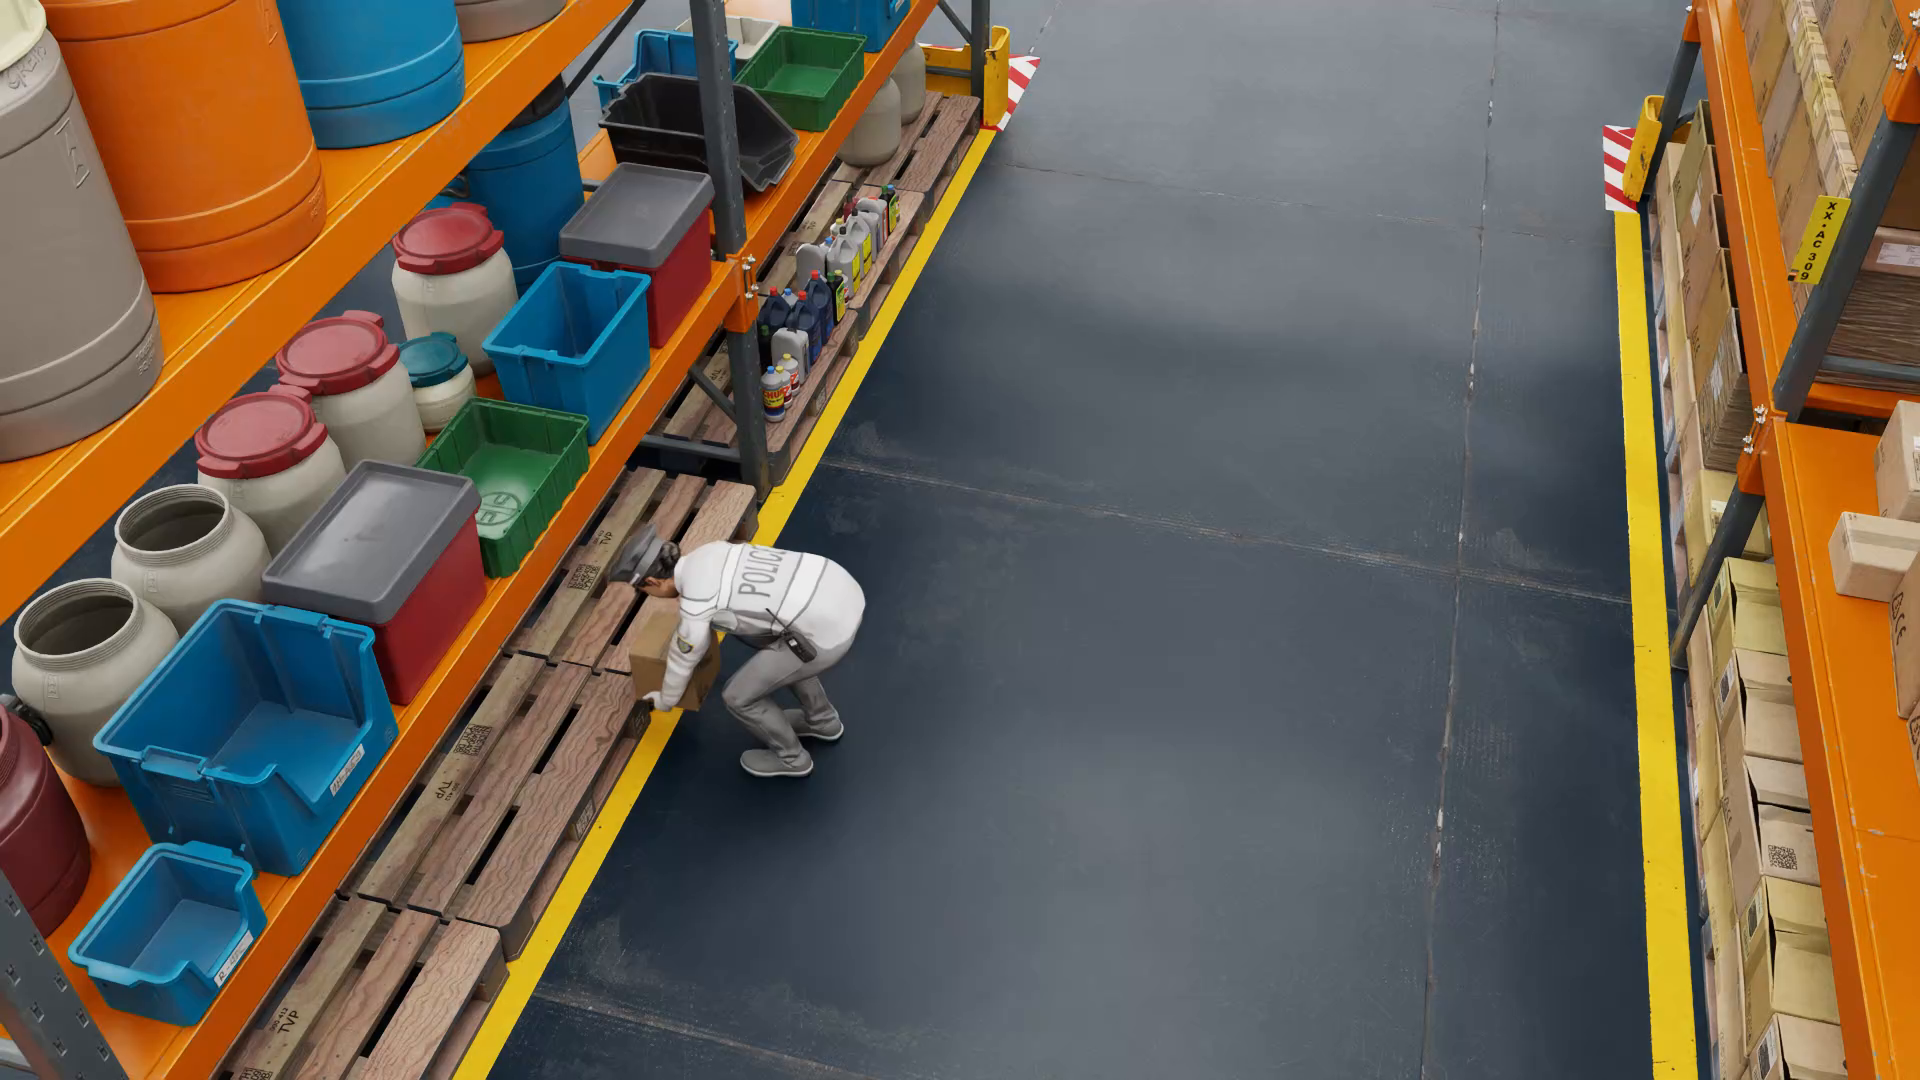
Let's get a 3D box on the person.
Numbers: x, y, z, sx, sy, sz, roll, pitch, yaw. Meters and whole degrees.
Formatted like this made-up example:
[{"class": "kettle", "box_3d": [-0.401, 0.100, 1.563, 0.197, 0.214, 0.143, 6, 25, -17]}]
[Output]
[{"class": "person", "box_3d": [-0.804, 0.402, 6.168, 0.921, 1.049, 0.445, 8, 42, 9]}]
